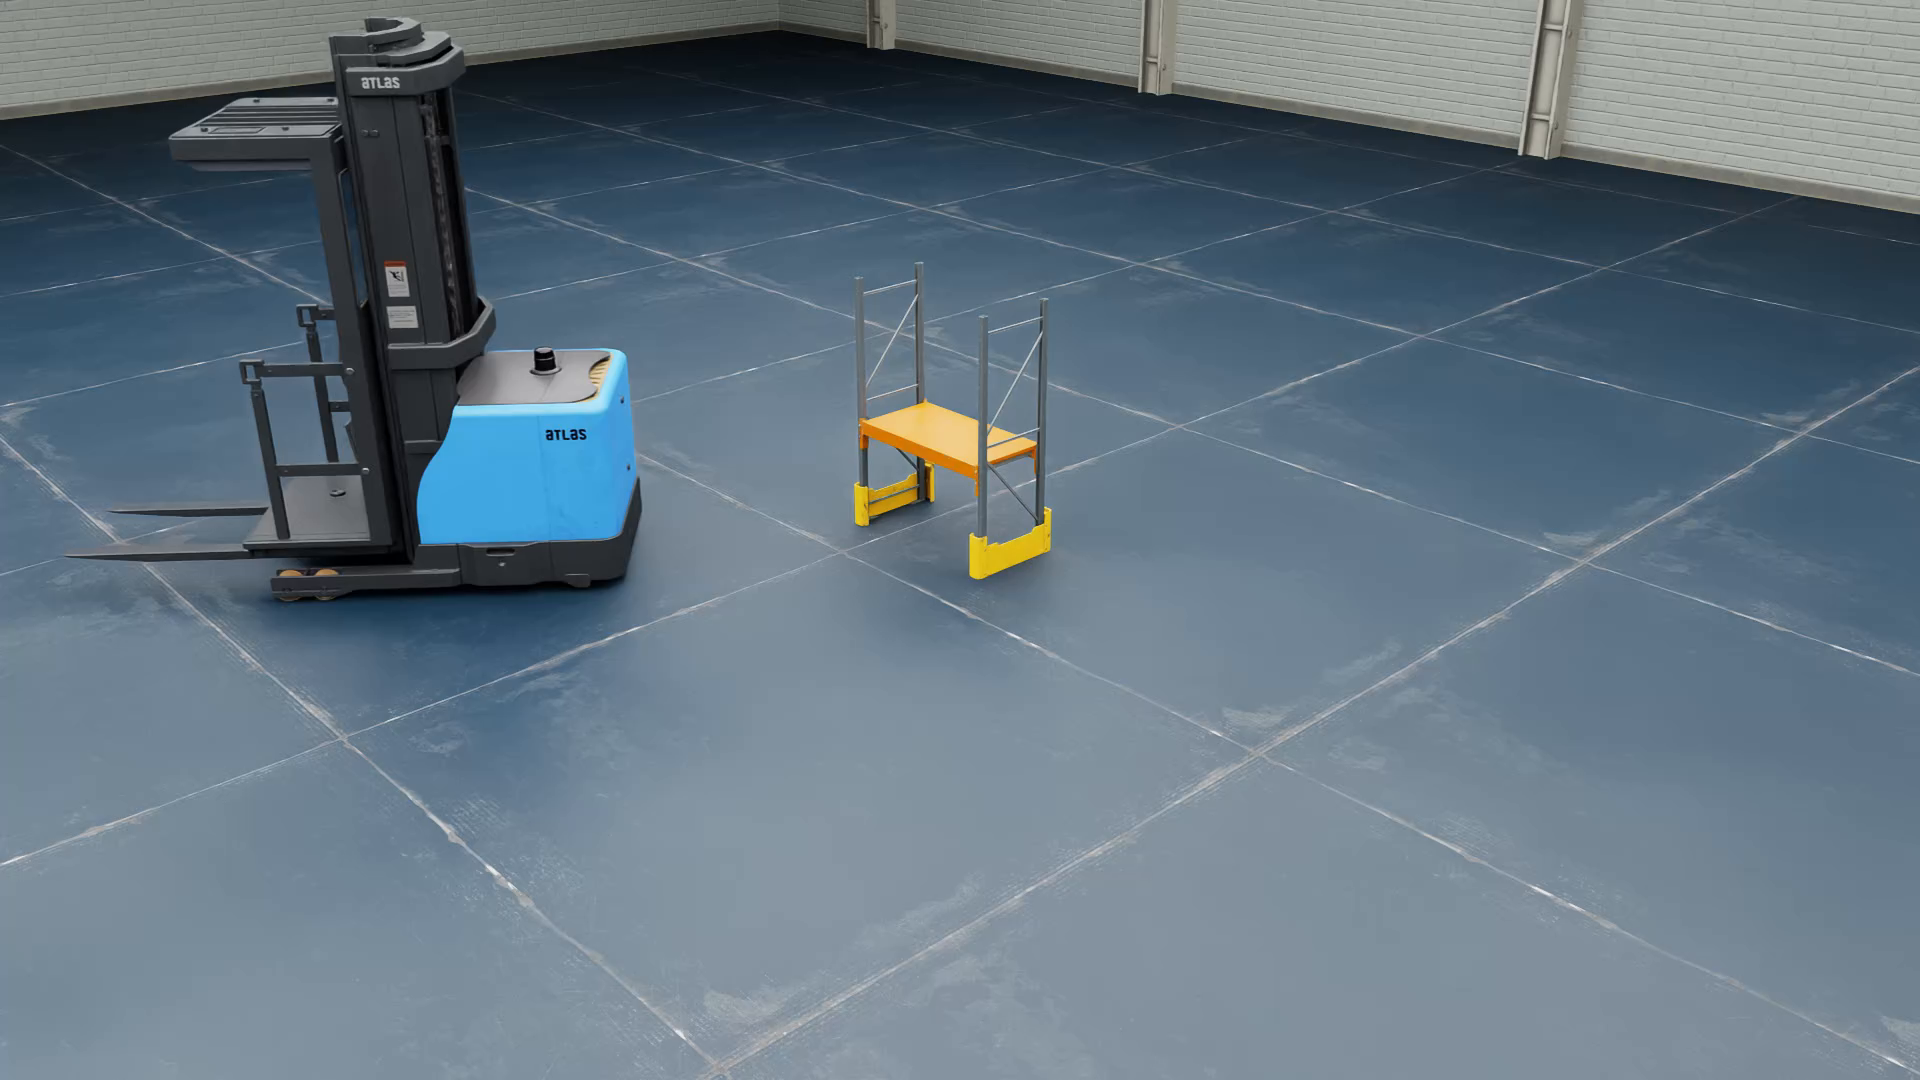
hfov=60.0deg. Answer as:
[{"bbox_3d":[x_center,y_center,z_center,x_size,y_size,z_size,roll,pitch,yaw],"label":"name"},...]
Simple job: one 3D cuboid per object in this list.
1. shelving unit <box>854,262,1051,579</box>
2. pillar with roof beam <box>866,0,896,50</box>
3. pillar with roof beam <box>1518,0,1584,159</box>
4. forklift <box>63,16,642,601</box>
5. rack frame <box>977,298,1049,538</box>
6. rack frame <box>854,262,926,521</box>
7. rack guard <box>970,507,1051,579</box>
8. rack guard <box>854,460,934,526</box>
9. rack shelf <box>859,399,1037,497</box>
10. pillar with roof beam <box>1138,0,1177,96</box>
[{"bbox_3d":[-0.052,-0.705,9.489,0.587,1.500,1.083,-21,32,-38],"label":"shelving unit"},{"bbox_3d":[-4.452,-11.087,23.211,9.100,9.000,0.400,-21,32,-38],"label":"pillar with roof beam"},{"bbox_3d":[3.750,-7.452,15.242,9.100,9.000,0.400,-21,32,-38],"label":"pillar with roof beam"},{"bbox_3d":[-3.388,-1.228,8.910,3.031,2.935,1.130,-2,25,-4],"label":"forklift"},{"bbox_3d":[0.289,-0.554,9.158,0.500,1.500,0.032,-21,32,-38],"label":"rack frame"},{"bbox_3d":[-0.406,-0.862,9.833,0.500,1.500,0.032,-21,32,-38],"label":"rack frame"},{"bbox_3d":[0.288,0.014,9.418,0.587,0.250,0.087,-21,32,-38],"label":"rack guard"},{"bbox_3d":[-0.392,-0.288,10.079,0.587,0.250,0.087,-21,32,-38],"label":"rack guard"},{"bbox_3d":[-0.058,-0.545,9.570,0.538,0.185,1.000,-21,32,-38],"label":"rack shelf"},{"bbox_3d":[-0.351,-9.269,19.227,9.100,9.000,0.400,-21,32,-38],"label":"pillar with roof beam"}]
